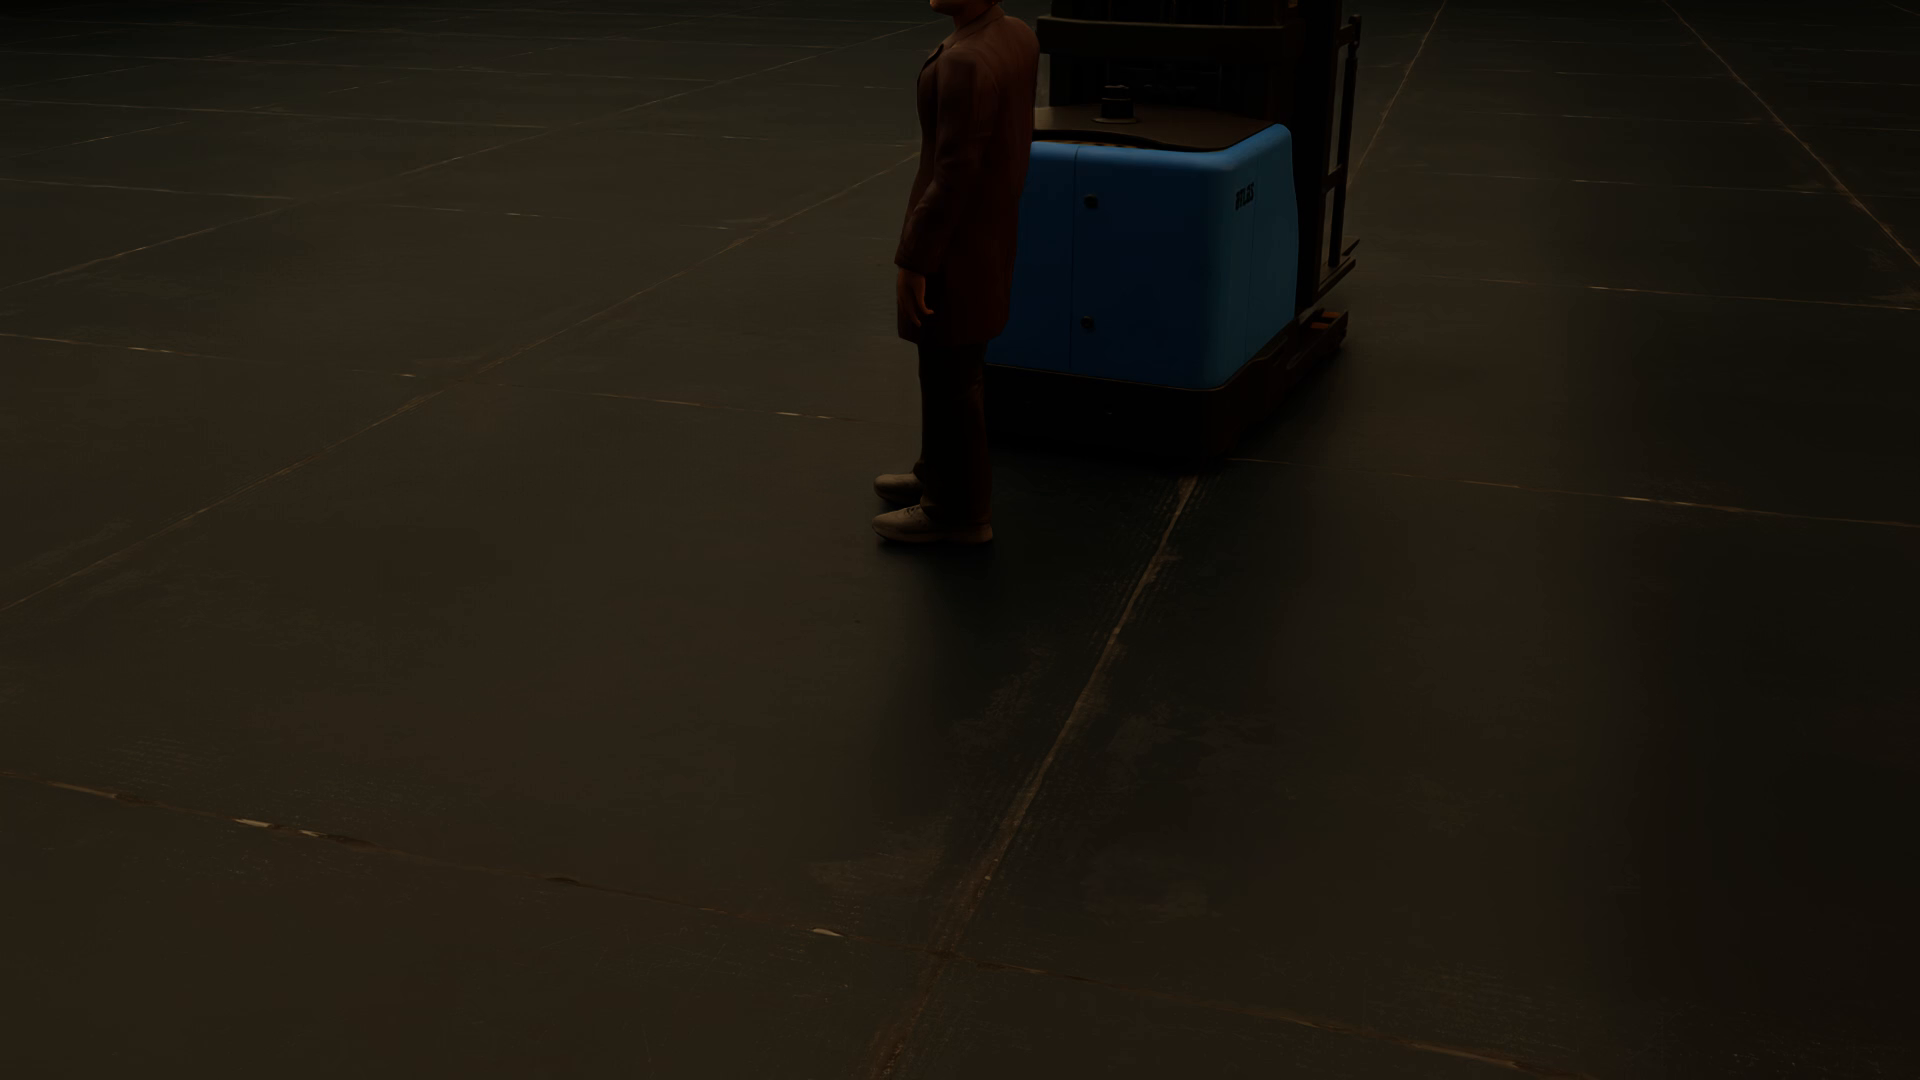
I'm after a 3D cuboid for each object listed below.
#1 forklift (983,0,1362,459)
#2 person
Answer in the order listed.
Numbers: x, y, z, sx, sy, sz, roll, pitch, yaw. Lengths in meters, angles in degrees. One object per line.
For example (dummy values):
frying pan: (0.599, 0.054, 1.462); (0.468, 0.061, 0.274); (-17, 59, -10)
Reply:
forklift: (1.005, -2.156, 6.502); (1.130, 2.935, 3.031); (10, 24, 23)
person: (-0.094, -0.836, 4.800); (0.567, 1.779, 0.700); (7, 23, 16)
